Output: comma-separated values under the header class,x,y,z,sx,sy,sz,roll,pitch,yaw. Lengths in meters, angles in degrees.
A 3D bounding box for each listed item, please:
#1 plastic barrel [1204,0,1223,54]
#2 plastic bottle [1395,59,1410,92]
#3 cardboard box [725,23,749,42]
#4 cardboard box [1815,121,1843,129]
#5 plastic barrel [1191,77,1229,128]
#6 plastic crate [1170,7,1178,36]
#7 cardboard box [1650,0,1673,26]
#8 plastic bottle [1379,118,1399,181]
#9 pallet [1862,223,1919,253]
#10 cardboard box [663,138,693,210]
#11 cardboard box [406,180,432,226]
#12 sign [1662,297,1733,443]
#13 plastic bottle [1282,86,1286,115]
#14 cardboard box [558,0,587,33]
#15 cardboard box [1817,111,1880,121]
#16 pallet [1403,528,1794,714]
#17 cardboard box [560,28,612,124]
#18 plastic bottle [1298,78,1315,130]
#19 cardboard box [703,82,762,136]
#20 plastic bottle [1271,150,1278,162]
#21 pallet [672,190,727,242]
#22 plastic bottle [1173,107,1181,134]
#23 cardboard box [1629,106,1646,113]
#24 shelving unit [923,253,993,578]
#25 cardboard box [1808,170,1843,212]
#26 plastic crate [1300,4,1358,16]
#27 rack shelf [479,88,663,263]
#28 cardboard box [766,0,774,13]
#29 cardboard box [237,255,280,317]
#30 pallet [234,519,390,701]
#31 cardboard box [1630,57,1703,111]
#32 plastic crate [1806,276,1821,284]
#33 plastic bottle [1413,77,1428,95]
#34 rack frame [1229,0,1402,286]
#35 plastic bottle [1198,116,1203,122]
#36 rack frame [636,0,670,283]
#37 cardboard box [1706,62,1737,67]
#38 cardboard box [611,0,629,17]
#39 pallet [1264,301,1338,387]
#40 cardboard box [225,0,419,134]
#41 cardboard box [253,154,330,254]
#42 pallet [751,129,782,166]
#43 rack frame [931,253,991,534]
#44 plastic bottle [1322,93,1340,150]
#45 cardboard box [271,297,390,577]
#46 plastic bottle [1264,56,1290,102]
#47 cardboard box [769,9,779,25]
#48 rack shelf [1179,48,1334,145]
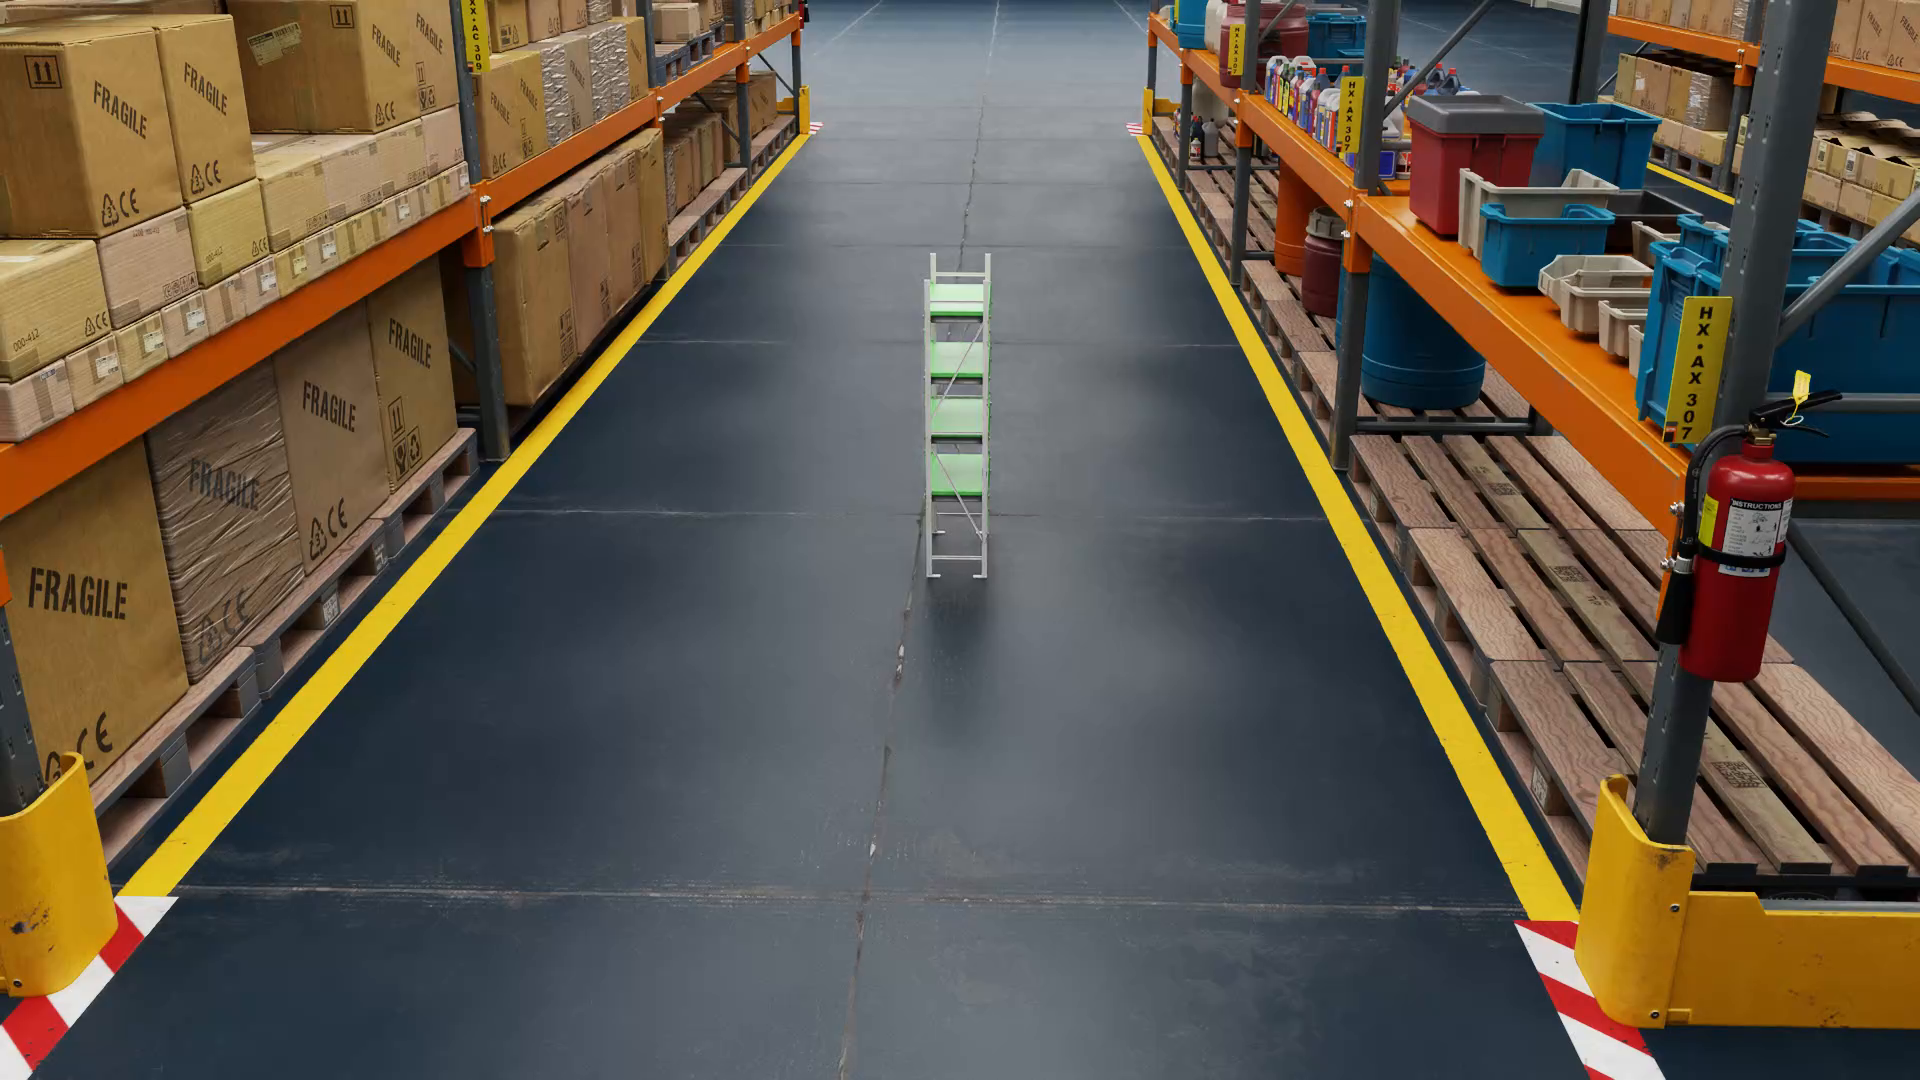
class,x,y,z,sx,sy,sz,roll,pitch,yaw
plastic barrel,2.262,-4.348,13.900,0.433,0.535,0.433,0,21,0
plastic bottle,2.796,-2.893,10.499,0.061,0.283,0.133,1,21,2
cardboard box,-2.133,-4.640,15.187,0.380,0.149,0.250,1,21,2
cardboard box,7.179,-3.420,14.141,0.500,0.311,0.500,0,21,1
plastic barrel,2.673,-4.690,17.829,0.421,0.512,0.421,0,21,0
plastic crate,2.273,-4.962,15.876,0.499,0.251,0.616,1,21,2
cardboard box,7.524,-5.527,16.988,0.700,0.500,0.500,1,21,2
plastic bottle,1.956,-1.824,7.754,0.152,0.276,0.135,1,21,2
pallet,7.404,-2.123,12.209,1.003,0.211,1.213,1,21,2
cardboard box,-2.547,-2.924,13.266,0.700,0.500,0.500,2,21,6
cardboard box,-2.381,-1.373,6.768,0.380,0.149,0.250,0,21,1
sign,1.595,-0.365,3.599,0.100,0.325,0.005,1,21,2
plastic bottle,2.004,-2.679,10.061,0.097,0.201,0.097,0,21,0
cardboard box,-2.623,-3.251,9.735,0.797,0.503,0.637,1,21,3
cardboard box,7.736,-3.598,14.600,0.500,0.311,0.500,1,21,2
pallet,2.249,0.273,6.033,1.003,0.211,1.213,1,21,2
cardboard box,-2.363,-2.734,9.789,0.500,0.500,0.500,0,21,0
plastic bottle,2.010,-2.470,9.418,0.152,0.276,0.135,1,21,2
cardboard box,-2.376,-4.491,17.332,0.500,0.500,0.500,3,21,7
plastic bottle,2.958,-3.672,15.508,0.097,0.271,0.097,0,21,0
pallet,-2.497,-2.659,13.589,1.003,0.211,1.213,1,21,2
plastic bottle,2.266,-4.355,17.270,0.097,0.271,0.097,0,21,0
cardboard box,7.317,-4.379,17.389,0.500,0.250,0.500,1,21,2
shelving unit,-0.005,-0.500,6.658,0.258,1.200,0.503,1,21,2
cardboard box,7.155,-2.787,13.285,0.500,0.250,0.500,1,21,3
plastic crate,2.744,-3.792,12.568,0.402,0.464,0.583,1,21,2
rack shelf,-2.623,-2.178,9.489,1.077,0.370,4.000,1,21,2
cardboard box,-2.343,-5.572,16.694,0.875,0.500,0.500,1,21,2
cardboard box,-2.428,-0.816,5.333,0.380,0.149,0.250,0,21,1
pallet,-2.819,0.226,6.154,1.003,0.211,1.213,1,21,2
cardboard box,7.329,-4.729,17.253,0.500,0.500,0.500,1,21,2
plastic crate,2.502,-0.563,4.481,0.416,0.233,0.300,1,21,2
plastic bottle,2.619,-2.498,9.481,0.061,0.283,0.133,1,21,2
rack frame,2.389,-3.182,11.082,1.000,3.000,0.127,1,21,2
plastic bottle,2.373,-4.047,16.458,0.061,0.283,0.133,1,21,2
rack frame,-2.562,-3.236,11.223,1.000,3.000,0.127,1,21,2
cardboard box,7.832,-4.542,16.773,0.500,0.500,0.500,1,21,2
cardboard box,-2.585,-3.674,11.633,0.500,0.500,0.500,-2,21,-5
pallet,2.367,-1.156,9.717,1.003,0.211,1.213,1,21,2
cardboard box,-2.450,-1.858,6.430,0.500,0.500,0.500,1,21,2
cardboard box,-2.482,-1.141,5.620,0.500,0.250,0.500,0,21,1
pallet,-2.421,-4.068,17.221,1.003,0.211,1.213,1,21,2
rack frame,0.002,-0.588,6.885,0.240,1.200,0.015,1,21,2
plastic bottle,1.987,-2.187,8.690,0.152,0.276,0.135,1,21,2
cardboard box,-2.811,-0.432,6.352,0.875,0.875,0.875,1,21,2
plastic bottle,2.053,-2.971,10.711,0.152,0.276,0.135,1,21,2
cardboard box,-2.061,-5.363,17.051,0.380,0.149,0.250,1,21,2
rack shelf,2.450,-3.569,13.076,1.077,0.370,4.000,1,21,2
